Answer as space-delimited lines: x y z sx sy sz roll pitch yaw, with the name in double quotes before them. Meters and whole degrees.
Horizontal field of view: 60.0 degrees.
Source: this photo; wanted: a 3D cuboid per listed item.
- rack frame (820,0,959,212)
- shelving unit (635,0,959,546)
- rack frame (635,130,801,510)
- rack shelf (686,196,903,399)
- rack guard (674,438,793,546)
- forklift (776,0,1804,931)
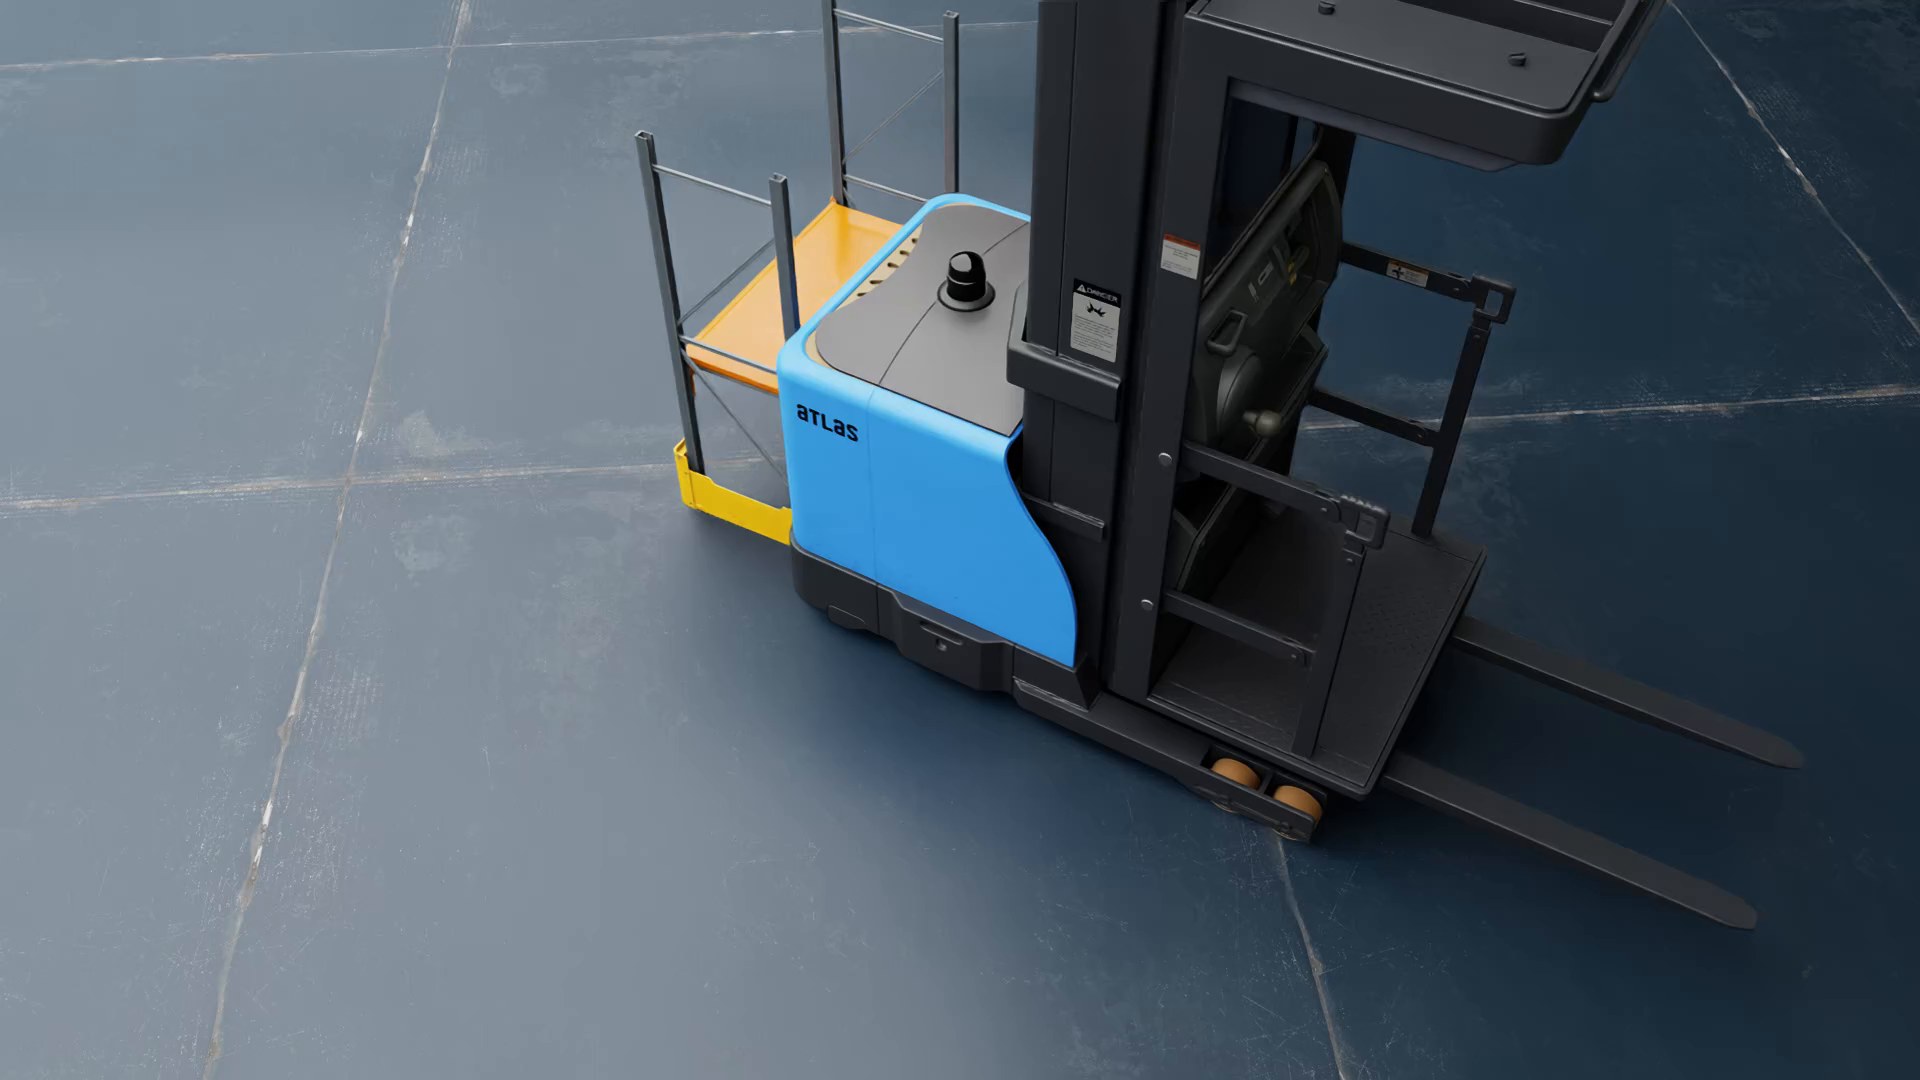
"rack frame" -0.231 -1.225 5.877 0.500 1.500 0.032 21 50 19
"shelving unit" -0.475 -0.894 5.564 0.587 1.500 1.083 21 50 19
"rack frame" -0.710 -0.574 5.261 0.500 1.500 0.032 21 50 19
"rack shelf" -0.470 -0.776 5.700 0.538 0.185 1.000 21 50 19
"rack guard" -0.709 -0.145 5.715 0.587 0.250 0.087 21 50 19
"forklift" 0.985 -0.569 4.270 3.031 2.935 1.130 23 51 20
